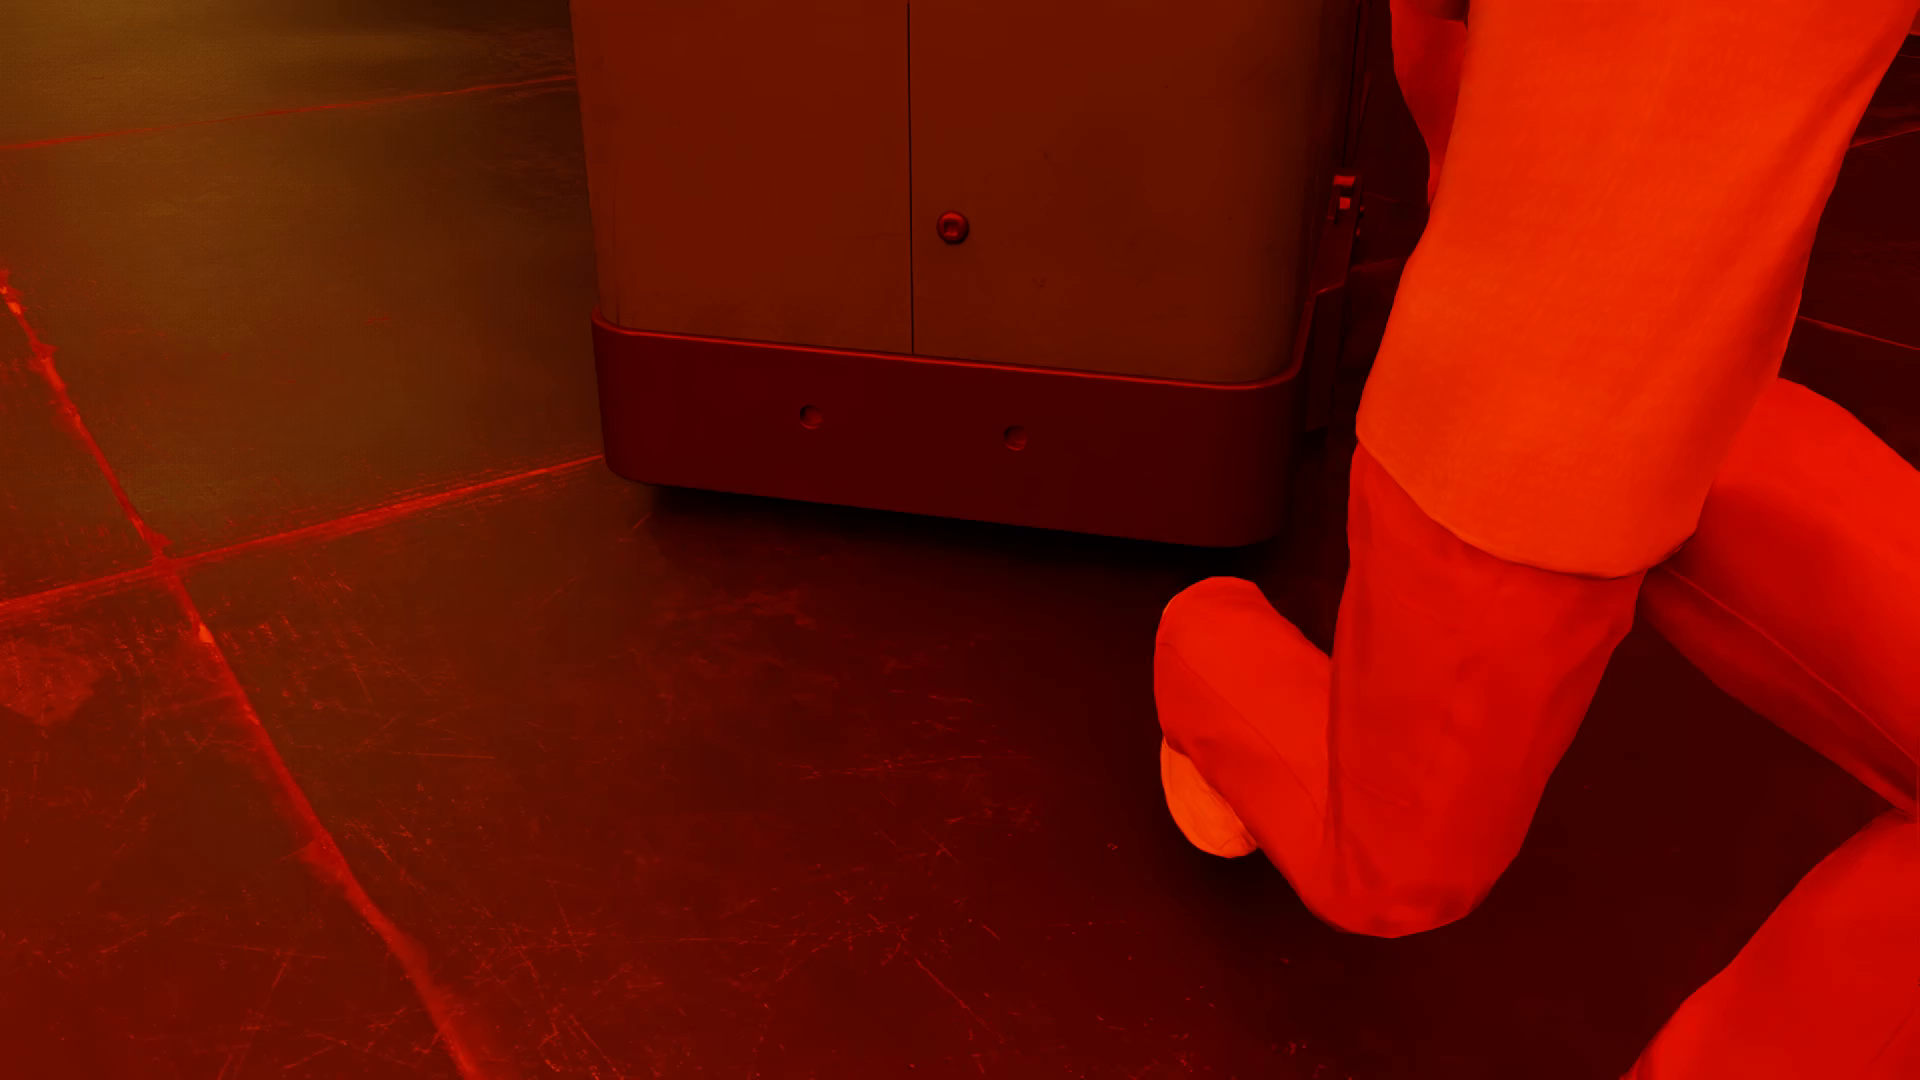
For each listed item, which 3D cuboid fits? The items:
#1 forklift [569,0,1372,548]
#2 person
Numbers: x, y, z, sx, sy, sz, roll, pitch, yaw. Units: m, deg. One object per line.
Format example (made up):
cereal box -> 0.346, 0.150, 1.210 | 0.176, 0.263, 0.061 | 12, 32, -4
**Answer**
forklift -> 0.316, -1.940, 3.098 | 1.130, 2.935, 3.031 | 7, 27, 13
person -> 0.533, -0.170, 1.332 | 0.652, 1.448, 0.943 | -24, 35, -39
